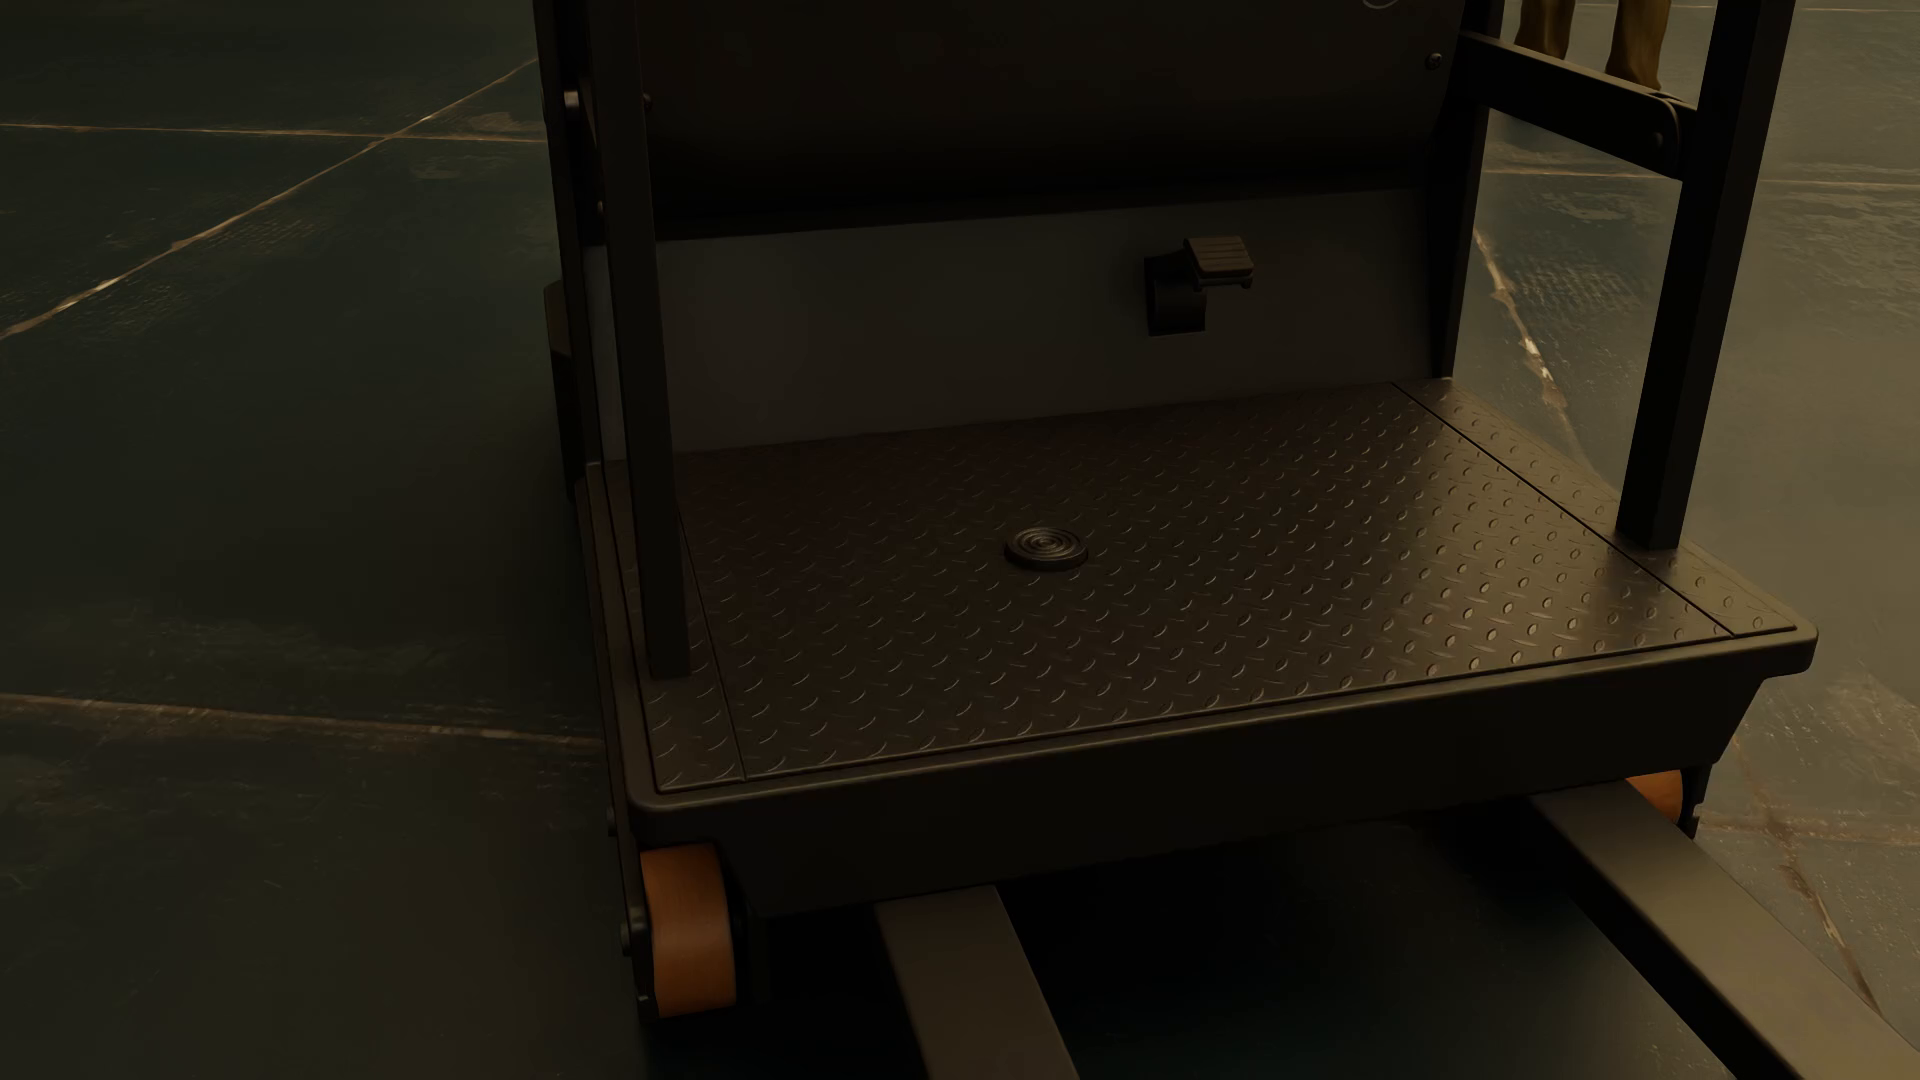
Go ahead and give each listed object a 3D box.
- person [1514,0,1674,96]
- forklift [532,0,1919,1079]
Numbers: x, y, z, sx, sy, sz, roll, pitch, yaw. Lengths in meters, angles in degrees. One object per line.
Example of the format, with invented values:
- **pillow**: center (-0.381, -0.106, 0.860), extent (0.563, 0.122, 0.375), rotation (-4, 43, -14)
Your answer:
- **person**: center (1.885, -2.086, 4.700), extent (0.644, 1.775, 0.439), rotation (16, 31, 29)
- **forklift**: center (0.153, -1.049, 1.319), extent (1.130, 2.935, 3.031), rotation (-7, 27, -13)
